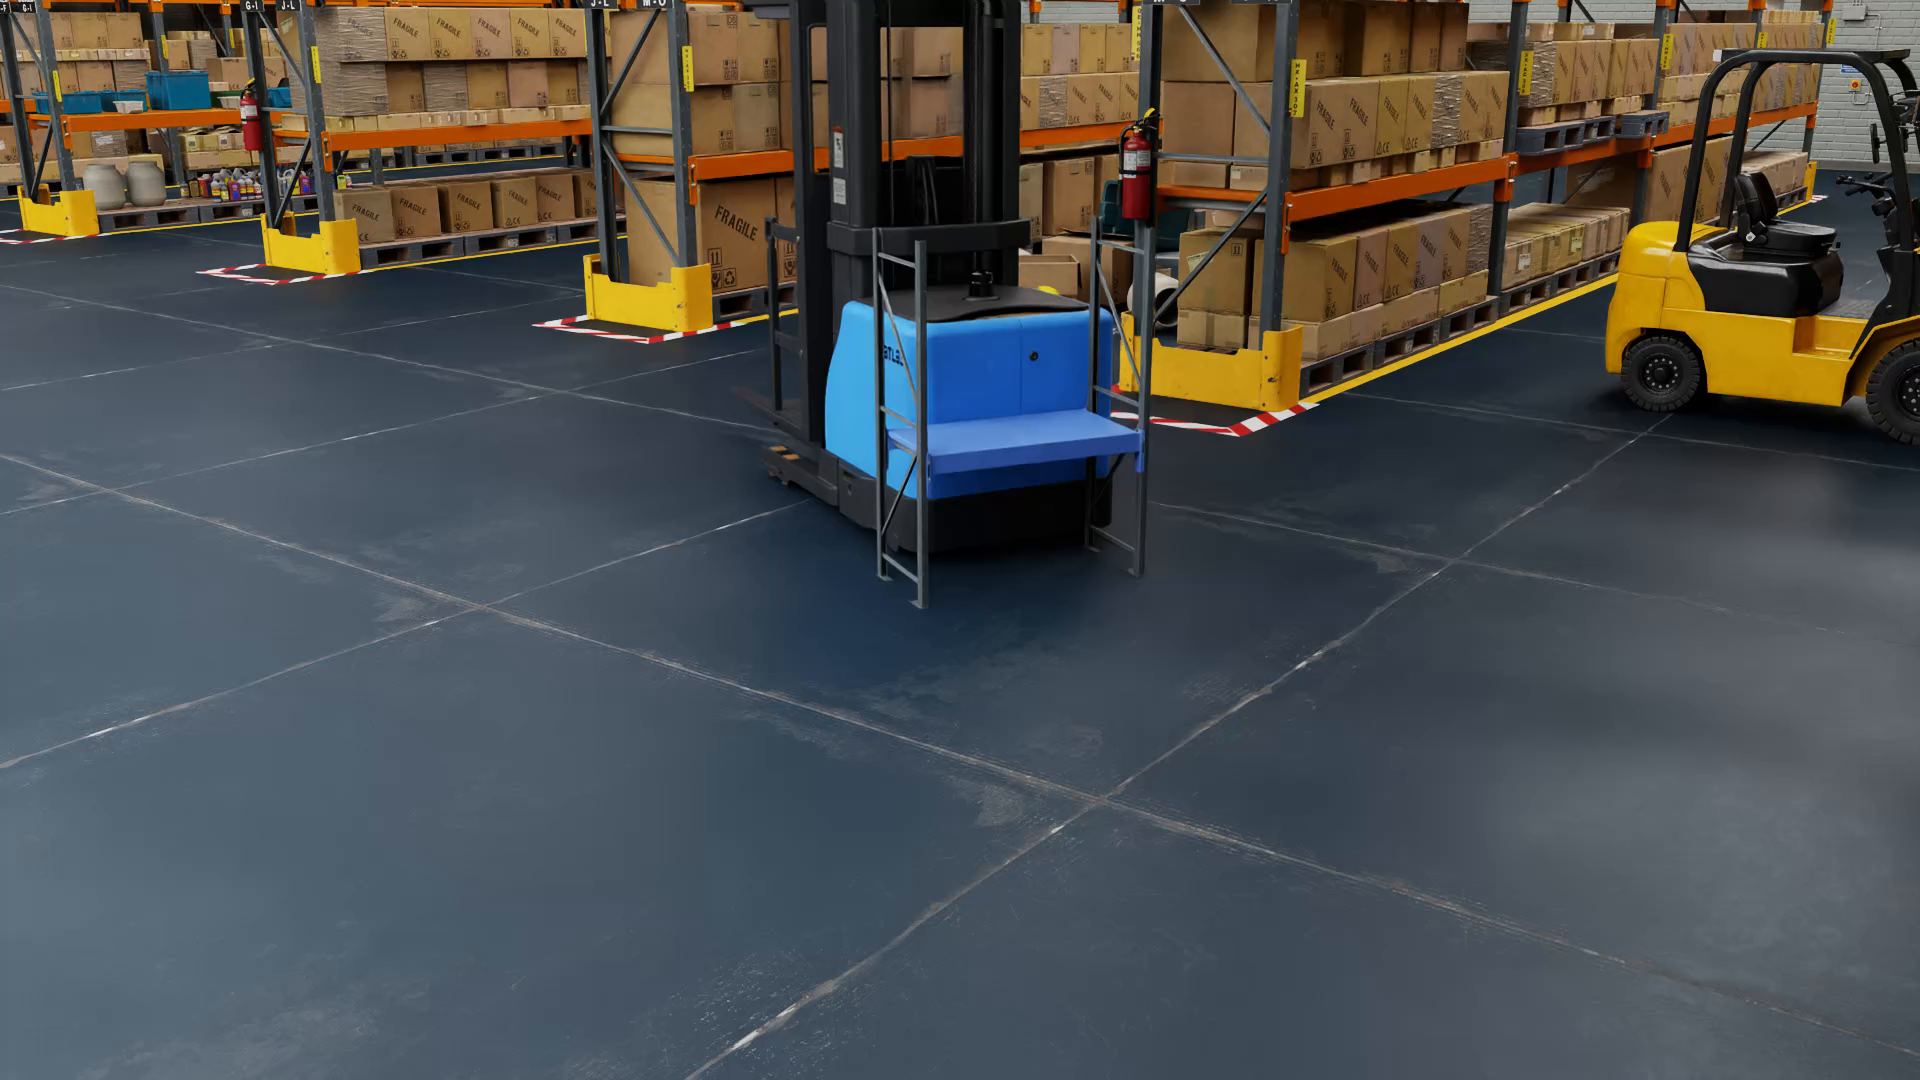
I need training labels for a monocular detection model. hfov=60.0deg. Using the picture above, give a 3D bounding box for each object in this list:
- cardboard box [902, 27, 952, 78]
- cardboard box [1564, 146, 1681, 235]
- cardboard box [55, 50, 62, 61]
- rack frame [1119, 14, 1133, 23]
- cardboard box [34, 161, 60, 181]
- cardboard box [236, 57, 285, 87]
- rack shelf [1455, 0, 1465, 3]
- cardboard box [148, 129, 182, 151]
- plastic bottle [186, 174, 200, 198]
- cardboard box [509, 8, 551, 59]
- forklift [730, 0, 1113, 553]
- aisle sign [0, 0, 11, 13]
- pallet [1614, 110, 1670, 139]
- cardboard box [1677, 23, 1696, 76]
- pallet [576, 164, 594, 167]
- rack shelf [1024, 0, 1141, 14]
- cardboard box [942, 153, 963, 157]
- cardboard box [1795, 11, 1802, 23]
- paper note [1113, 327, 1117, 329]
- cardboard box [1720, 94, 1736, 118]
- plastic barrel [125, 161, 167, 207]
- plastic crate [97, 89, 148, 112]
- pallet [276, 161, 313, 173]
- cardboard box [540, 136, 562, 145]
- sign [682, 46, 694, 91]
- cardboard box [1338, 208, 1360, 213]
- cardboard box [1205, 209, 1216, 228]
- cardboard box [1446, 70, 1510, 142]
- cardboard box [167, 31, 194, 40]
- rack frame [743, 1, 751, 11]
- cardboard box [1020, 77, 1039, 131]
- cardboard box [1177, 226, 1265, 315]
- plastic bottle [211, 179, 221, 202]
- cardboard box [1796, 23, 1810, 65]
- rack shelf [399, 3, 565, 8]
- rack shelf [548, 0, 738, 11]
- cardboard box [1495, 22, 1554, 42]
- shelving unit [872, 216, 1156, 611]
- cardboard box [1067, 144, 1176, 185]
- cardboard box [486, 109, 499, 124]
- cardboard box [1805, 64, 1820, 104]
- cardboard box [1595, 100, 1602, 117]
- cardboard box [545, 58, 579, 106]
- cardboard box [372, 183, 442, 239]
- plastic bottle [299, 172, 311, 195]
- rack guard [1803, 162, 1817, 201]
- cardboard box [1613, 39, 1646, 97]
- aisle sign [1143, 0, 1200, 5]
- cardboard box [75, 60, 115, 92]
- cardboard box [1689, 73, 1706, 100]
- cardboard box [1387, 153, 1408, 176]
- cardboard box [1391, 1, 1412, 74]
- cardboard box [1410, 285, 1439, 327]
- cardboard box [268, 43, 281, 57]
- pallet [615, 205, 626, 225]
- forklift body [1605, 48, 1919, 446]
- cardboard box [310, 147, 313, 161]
[{"bbox_3d":[-0.586,-4.499,15.100,0.875,0.550,0.550,12,21,35],"label":"cardboard box"},{"bbox_3d":[6.793,-3.583,17.097,0.875,0.875,0.875,12,21,34],"label":"cardboard box"},{"bbox_3d":[-12.729,-6.750,23.159,0.380,0.149,0.250,13,22,36],"label":"cardboard box"},{"bbox_3d":[3.122,-7.904,28.137,1.000,3.000,0.127,12,21,35],"label":"rack frame"},{"bbox_3d":[-12.971,-5.177,23.285,0.500,0.250,0.500,12,21,35],"label":"cardboard box"},{"bbox_3d":[-10.898,-7.269,25.926,0.500,0.500,0.500,12,21,35],"label":"cardboard box"},{"bbox_3d":[5.854,-7.616,23.365,1.077,0.370,4.000,12,21,35],"label":"rack shelf"},{"bbox_3d":[-11.970,-6.099,25.309,0.500,0.311,0.500,12,21,35],"label":"cardboard box"},{"bbox_3d":[-9.592,-4.427,20.779,0.061,0.283,0.133,13,22,36],"label":"plastic bottle"},{"bbox_3d":[-4.670,-5.319,17.457,0.500,0.500,0.500,12,21,35],"label":"cardboard box"},{"bbox_3d":[-0.399,-1.734,8.384,1.130,2.935,3.031,-8,19,-25],"label":"forklift"},{"bbox_3d":[-10.670,-6.245,18.412,0.394,0.787,0.004,12,21,35],"label":"aisle sign"},{"bbox_3d":[5.975,-3.967,15.783,1.213,0.211,1.003,12,21,35],"label":"pallet"},{"bbox_3d":[7.092,-4.966,16.824,0.500,0.500,0.500,13,21,35],"label":"cardboard box"},{"bbox_3d":[-5.186,-5.737,25.861,1.003,0.211,1.213,12,21,35],"label":"pallet"},{"bbox_3d":[1.931,-8.516,26.265,1.077,0.370,4.000,12,21,35],"label":"rack shelf"},{"bbox_3d":[-0.679,-5.556,23.451,1.225,0.875,0.875,12,21,35],"label":"cardboard box"},{"bbox_3d":[10.312,-6.553,20.839,0.380,0.149,0.250,13,22,36],"label":"cardboard box"},{"bbox_3d":[1.139,-1.671,13.092,0.142,0.019,0.148,-11,20,-32],"label":"paper note"},{"bbox_3d":[8.328,-4.856,18.575,0.500,0.250,0.500,12,21,34],"label":"cardboard box"},{"bbox_3d":[-9.759,-4.270,19.923,0.421,0.512,0.421,0,17,0],"label":"plastic barrel"},{"bbox_3d":[-9.939,-5.223,19.755,0.499,0.251,0.408,12,21,35],"label":"plastic crate"},{"bbox_3d":[-10.847,-5.939,26.514,1.003,0.211,1.213,12,21,35],"label":"pallet"},{"bbox_3d":[-7.580,-7.434,30.098,0.500,0.500,0.500,13,21,35],"label":"cardboard box"},{"bbox_3d":[-2.046,-3.544,12.505,0.100,0.325,0.005,12,21,35],"label":"sign"},{"bbox_3d":[2.777,-2.550,12.468,0.380,0.149,0.250,14,22,38],"label":"cardboard box"},{"bbox_3d":[2.484,-2.770,14.542,0.500,0.500,0.500,12,21,35],"label":"cardboard box"},{"bbox_3d":[3.866,-3.334,12.753,0.500,0.500,0.500,12,21,33],"label":"cardboard box"},{"bbox_3d":[-13.940,-9.025,29.744,0.380,0.149,0.250,9,19,26],"label":"cardboard box"},{"bbox_3d":[-3.239,-7.826,27.887,1.000,3.000,0.127,12,21,35],"label":"rack frame"},{"bbox_3d":[0.425,-4.270,16.269,0.500,0.500,0.500,13,21,35],"label":"cardboard box"},{"bbox_3d":[1.816,-1.824,11.223,0.500,0.500,0.500,13,21,35],"label":"cardboard box"},{"bbox_3d":[-9.058,-4.252,20.236,0.097,0.271,0.097,0,17,0],"label":"plastic bottle"},{"bbox_3d":[10.400,-6.274,21.035,0.500,0.500,0.500,12,21,34],"label":"cardboard box"},{"bbox_3d":[-10.004,-11.142,34.721,1.077,0.370,4.000,12,21,35],"label":"rack shelf"},{"bbox_3d":[-6.023,-10.268,31.905,1.077,0.370,4.000,12,21,35],"label":"rack shelf"},{"bbox_3d":[4.495,-4.044,13.236,0.380,0.149,0.250,12,21,34],"label":"cardboard box"},{"bbox_3d":[0.220,-0.557,7.007,1.048,1.500,0.538,-8,19,-23],"label":"shelving unit"},{"bbox_3d":[1.844,-4.095,18.957,1.050,0.750,0.750,12,21,34],"label":"cardboard box"},{"bbox_3d":[-5.036,-4.422,17.348,0.380,0.149,0.250,12,21,35],"label":"cardboard box"},{"bbox_3d":[11.006,-6.039,21.963,0.500,0.500,0.500,13,21,35],"label":"cardboard box"},{"bbox_3d":[5.448,-3.825,14.718,0.380,0.149,0.250,12,21,33],"label":"cardboard box"},{"bbox_3d":[-4.672,-5.026,18.201,0.875,0.500,0.500,12,21,35],"label":"cardboard box"},{"bbox_3d":[-5.697,-3.394,17.121,0.500,0.500,0.500,-13,22,-36],"label":"cardboard box"},{"bbox_3d":[-8.336,-4.537,21.135,0.061,0.283,0.133,14,22,38],"label":"plastic bottle"},{"bbox_3d":[11.095,-4.964,22.887,1.175,0.500,0.348,12,21,35],"label":"rack guard"},{"bbox_3d":[5.968,-4.355,15.331,0.500,0.500,0.500,12,21,34],"label":"cardboard box"},{"bbox_3d":[1.278,-3.620,9.958,0.394,0.787,0.004,12,21,35],"label":"aisle sign"},{"bbox_3d":[-12.550,-6.611,23.806,0.700,0.500,0.500,12,21,34],"label":"cardboard box"},{"bbox_3d":[7.430,-4.731,17.329,0.500,0.250,0.500,12,21,34],"label":"cardboard box"},{"bbox_3d":[2.884,-2.628,11.574,0.380,0.149,0.250,12,21,33],"label":"cardboard box"},{"bbox_3d":[2.852,-3.663,12.124,0.700,0.500,0.500,12,21,33],"label":"cardboard box"},{"bbox_3d":[3.179,-1.745,12.232,0.500,0.250,0.500,13,21,36],"label":"cardboard box"},{"bbox_3d":[-12.764,-9.017,31.018,0.500,0.500,0.500,13,22,36],"label":"cardboard box"},{"bbox_3d":[-3.565,-3.899,19.945,1.003,0.211,1.213,12,21,35],"label":"pallet"},{"bbox_3d":[5.201,-1.834,10.023,2.313,2.155,1.214,12,21,35],"label":"forklift body"},{"bbox_3d":[-10.322,-6.226,26.663,0.500,0.250,0.500,13,21,36],"label":"cardboard box"}]
